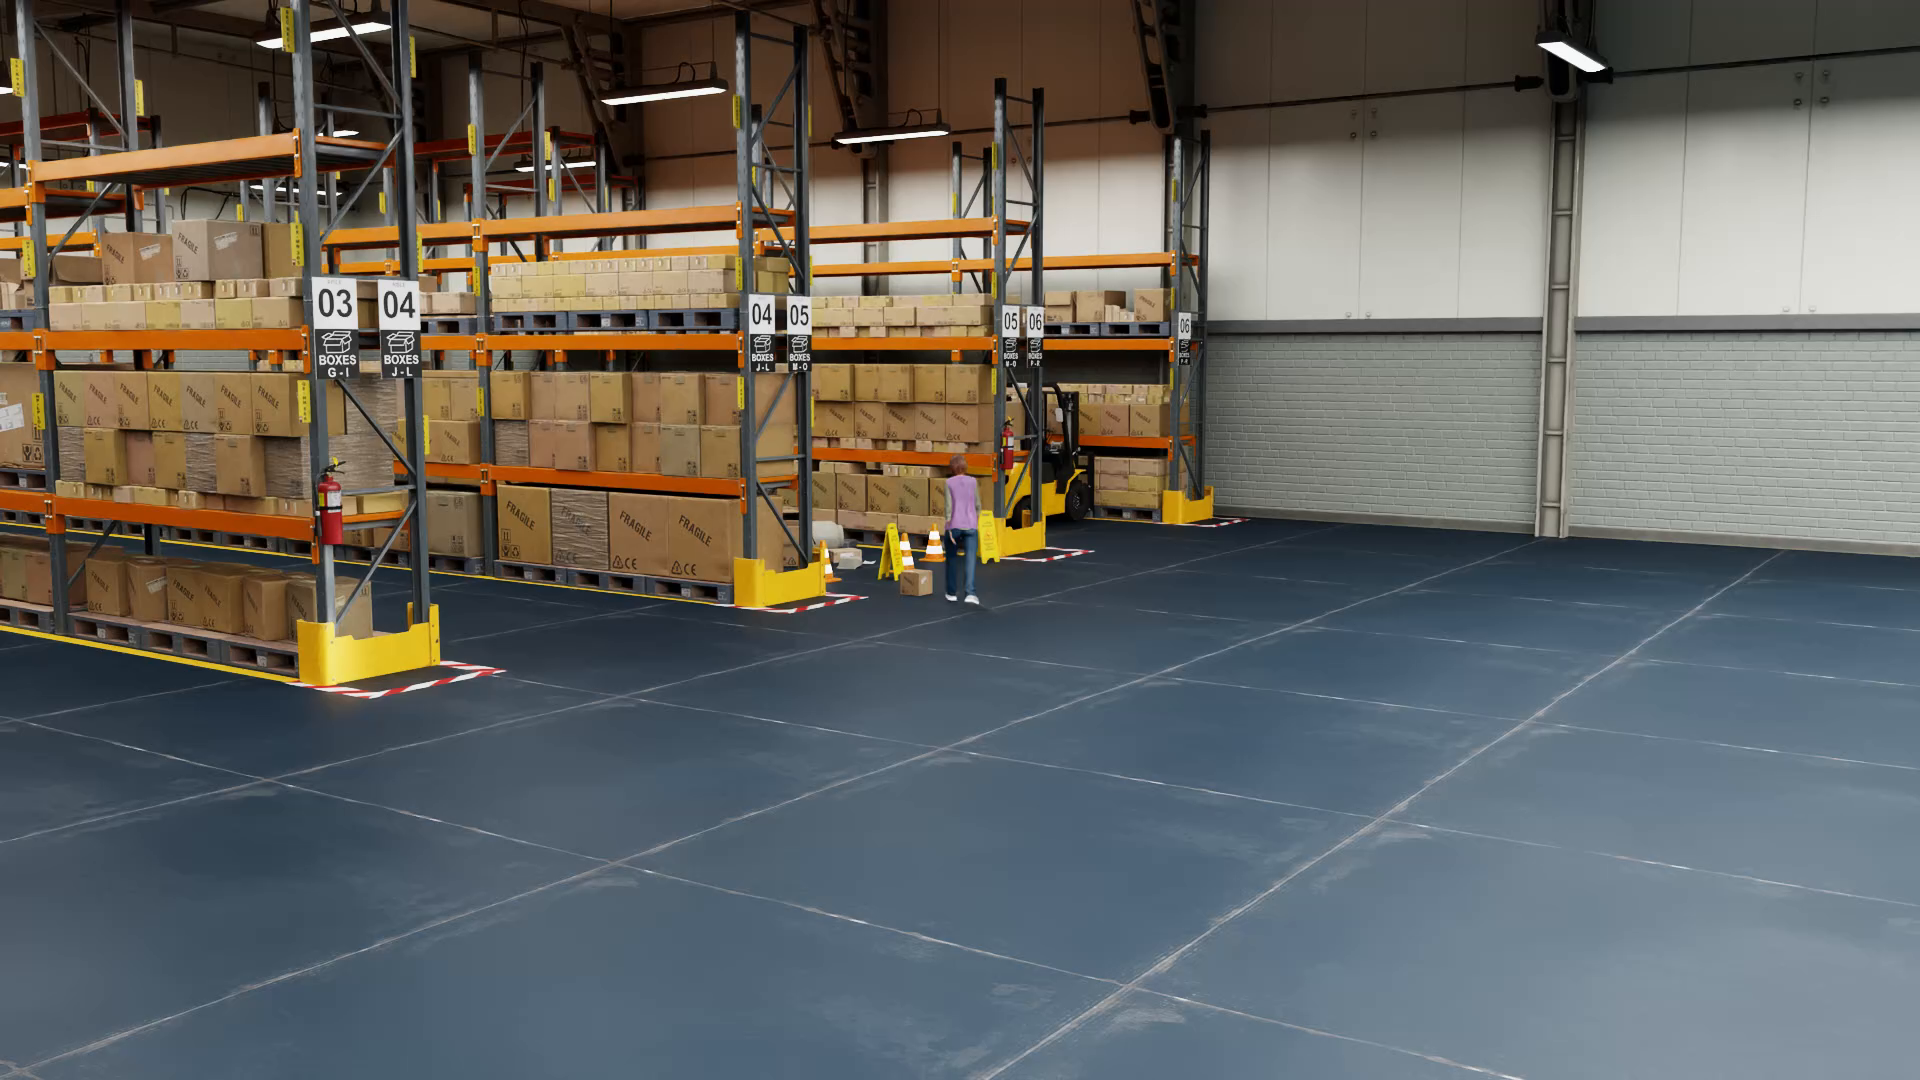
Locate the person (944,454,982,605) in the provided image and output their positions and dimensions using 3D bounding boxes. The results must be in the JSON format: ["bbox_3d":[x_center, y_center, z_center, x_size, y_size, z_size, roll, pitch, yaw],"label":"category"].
[{"bbox_3d":[0.030,-0.105,17.194,0.396,1.529,0.916,0,7,-3],"label":"person"}]
